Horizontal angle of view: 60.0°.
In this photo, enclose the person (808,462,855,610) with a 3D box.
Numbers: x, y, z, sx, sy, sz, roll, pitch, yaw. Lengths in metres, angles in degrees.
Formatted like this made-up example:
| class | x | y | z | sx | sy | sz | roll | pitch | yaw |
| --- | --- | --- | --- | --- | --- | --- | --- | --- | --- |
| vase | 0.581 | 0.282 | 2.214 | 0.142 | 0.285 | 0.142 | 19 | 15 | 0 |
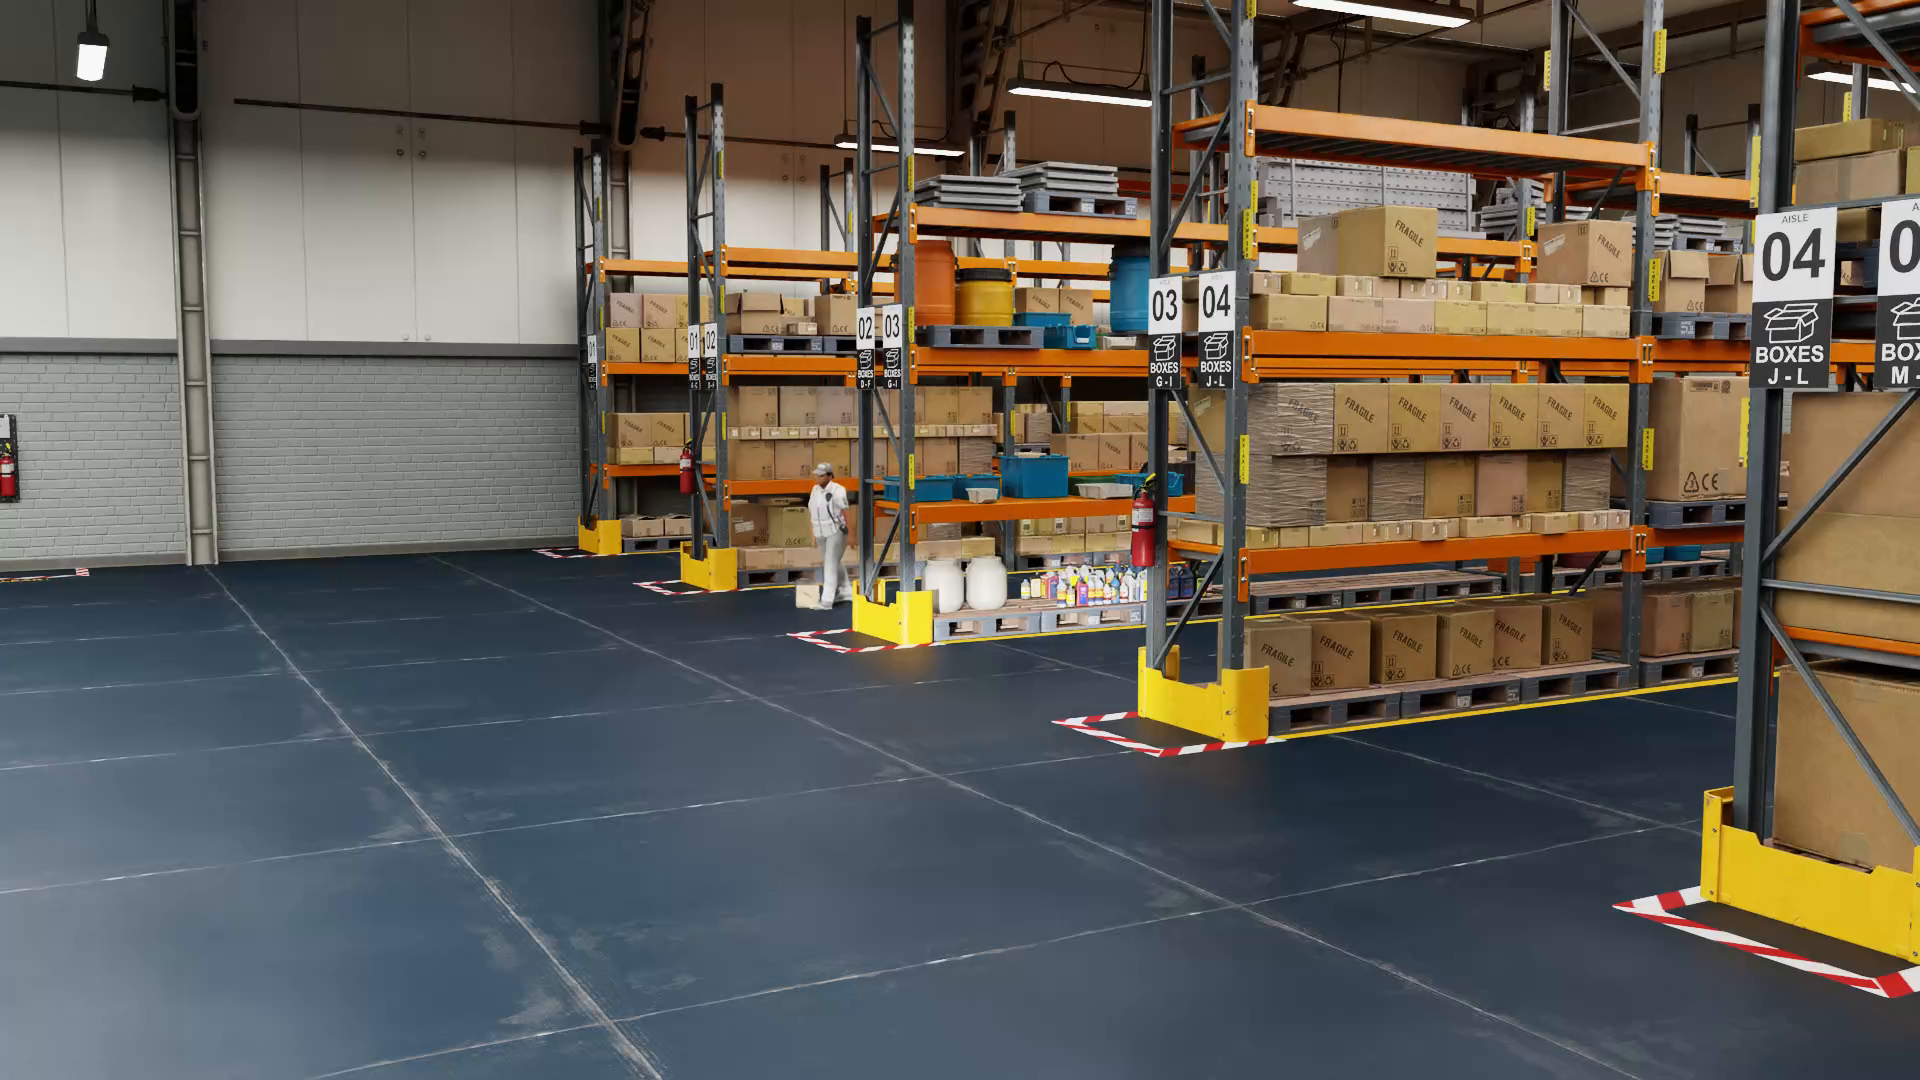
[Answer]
| class | x | y | z | sx | sy | sz | roll | pitch | yaw |
| --- | --- | --- | --- | --- | --- | --- | --- | --- | --- |
| person | -1.439 | -0.059 | 18.377 | 0.516 | 1.612 | 0.939 | 4 | 6 | 38 |
